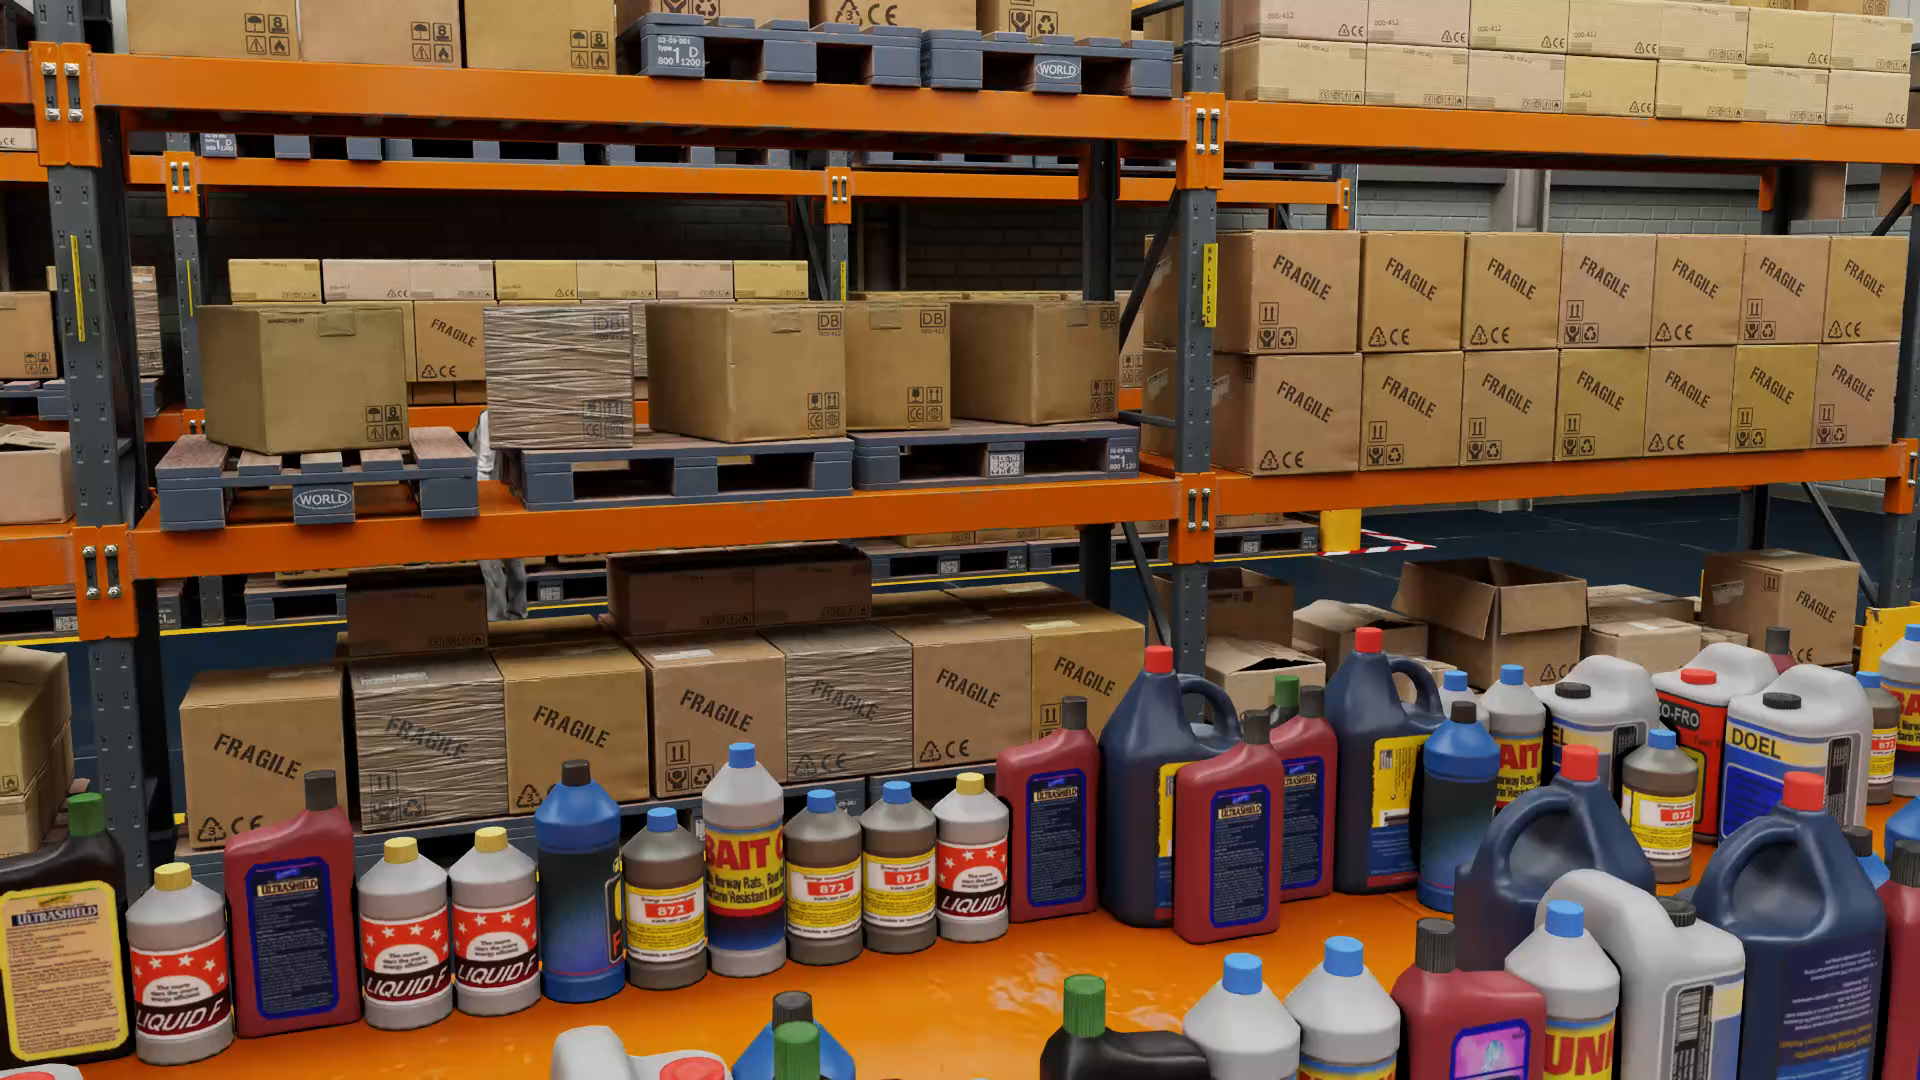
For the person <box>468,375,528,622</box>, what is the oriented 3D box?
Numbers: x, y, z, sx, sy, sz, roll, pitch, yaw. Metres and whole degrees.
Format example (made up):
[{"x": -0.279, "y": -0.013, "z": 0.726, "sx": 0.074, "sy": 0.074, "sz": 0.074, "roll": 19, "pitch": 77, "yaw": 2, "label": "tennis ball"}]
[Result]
[{"x": -2.680, "y": -0.216, "z": 9.651, "sx": 0.366, "sy": 1.616, "sz": 0.439, "roll": 4, "pitch": 10, "yaw": 24, "label": "person"}]
